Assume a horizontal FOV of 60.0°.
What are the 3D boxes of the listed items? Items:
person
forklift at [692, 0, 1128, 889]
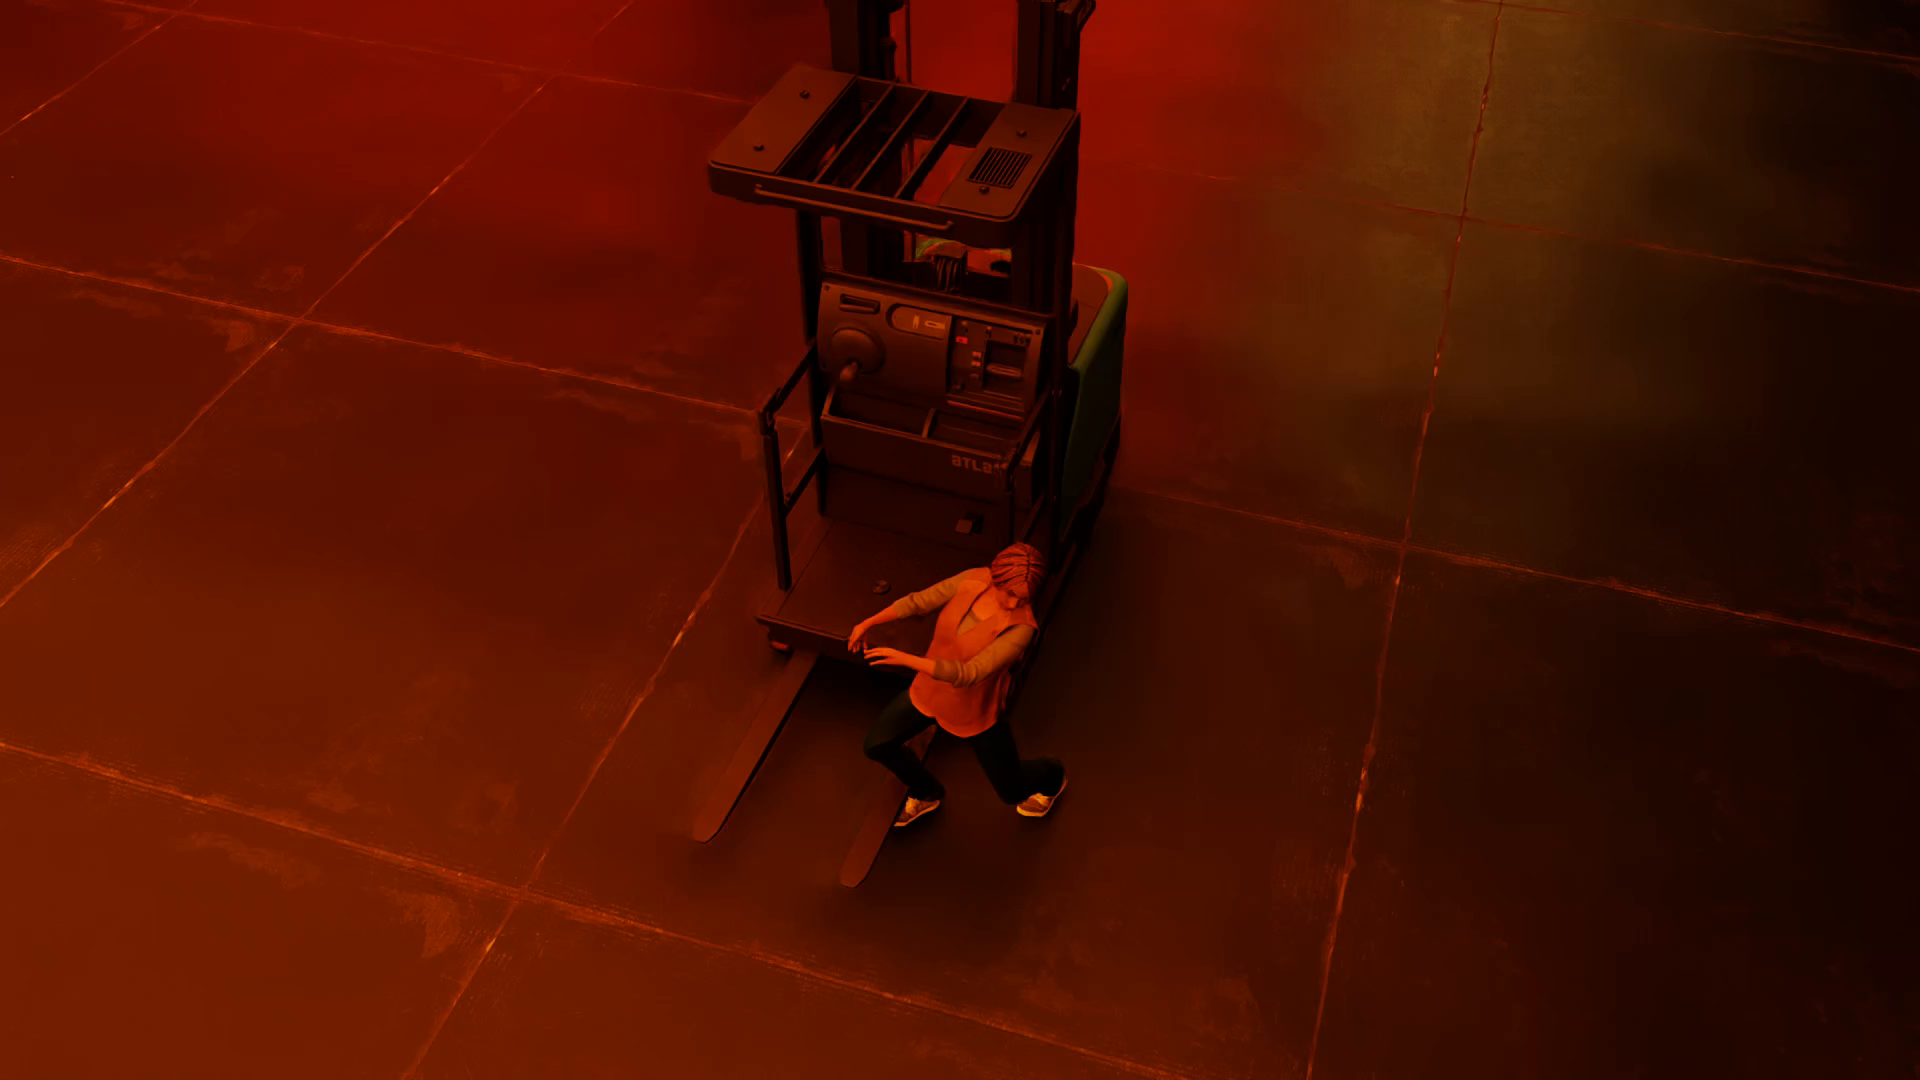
[{"bbox_3d":[-0.126,0.347,5.931,0.715,0.771,0.655,26,49,25],"label":"person"},{"bbox_3d":[-0.193,-0.671,6.410,1.130,2.935,3.031,14,45,14],"label":"forklift"}]
